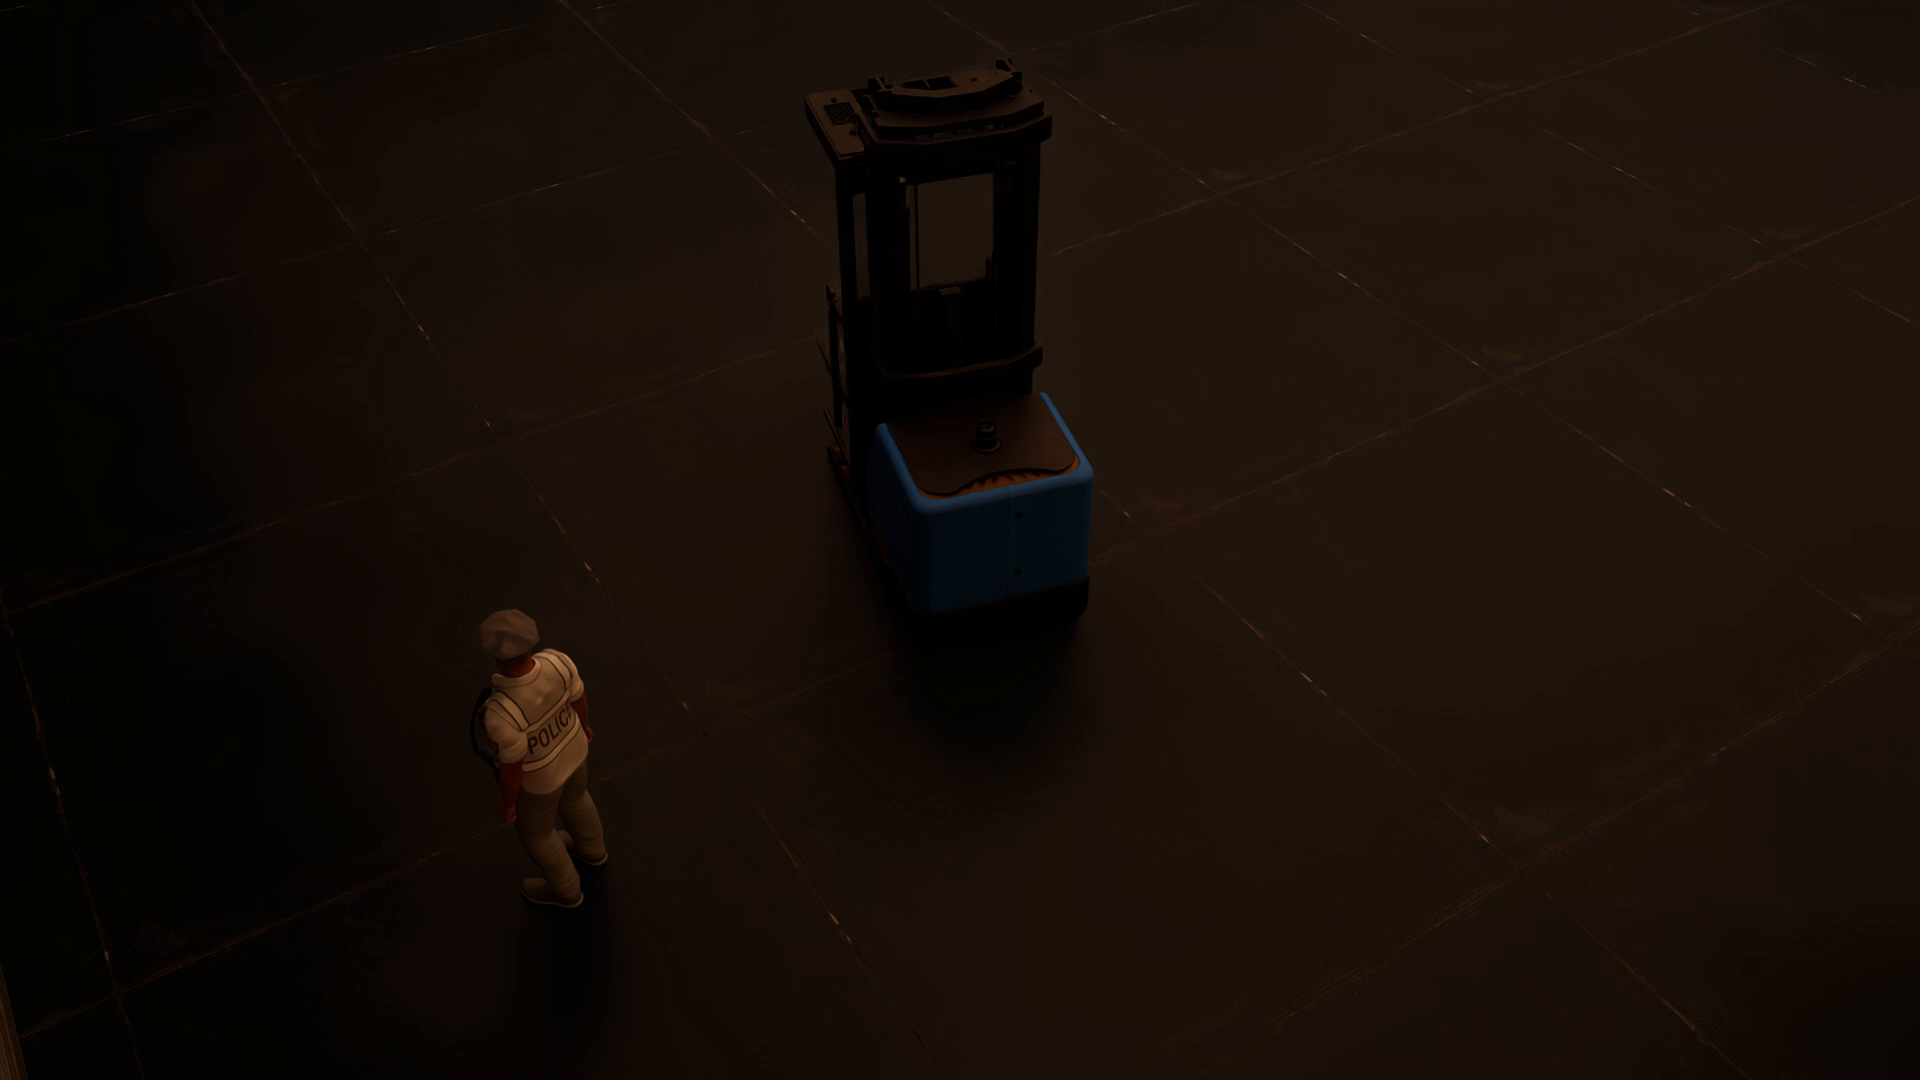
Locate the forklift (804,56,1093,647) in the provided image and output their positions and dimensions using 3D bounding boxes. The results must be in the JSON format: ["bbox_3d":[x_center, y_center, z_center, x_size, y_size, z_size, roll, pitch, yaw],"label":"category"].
[{"bbox_3d":[-0.204,-1.487,9.572,1.130,2.935,3.031,-12,43,-13],"label":"forklift"}]

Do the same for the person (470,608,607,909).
[{"bbox_3d":[-1.931,1.001,7.614,0.423,1.766,0.606,19,45,20],"label":"person"}]
